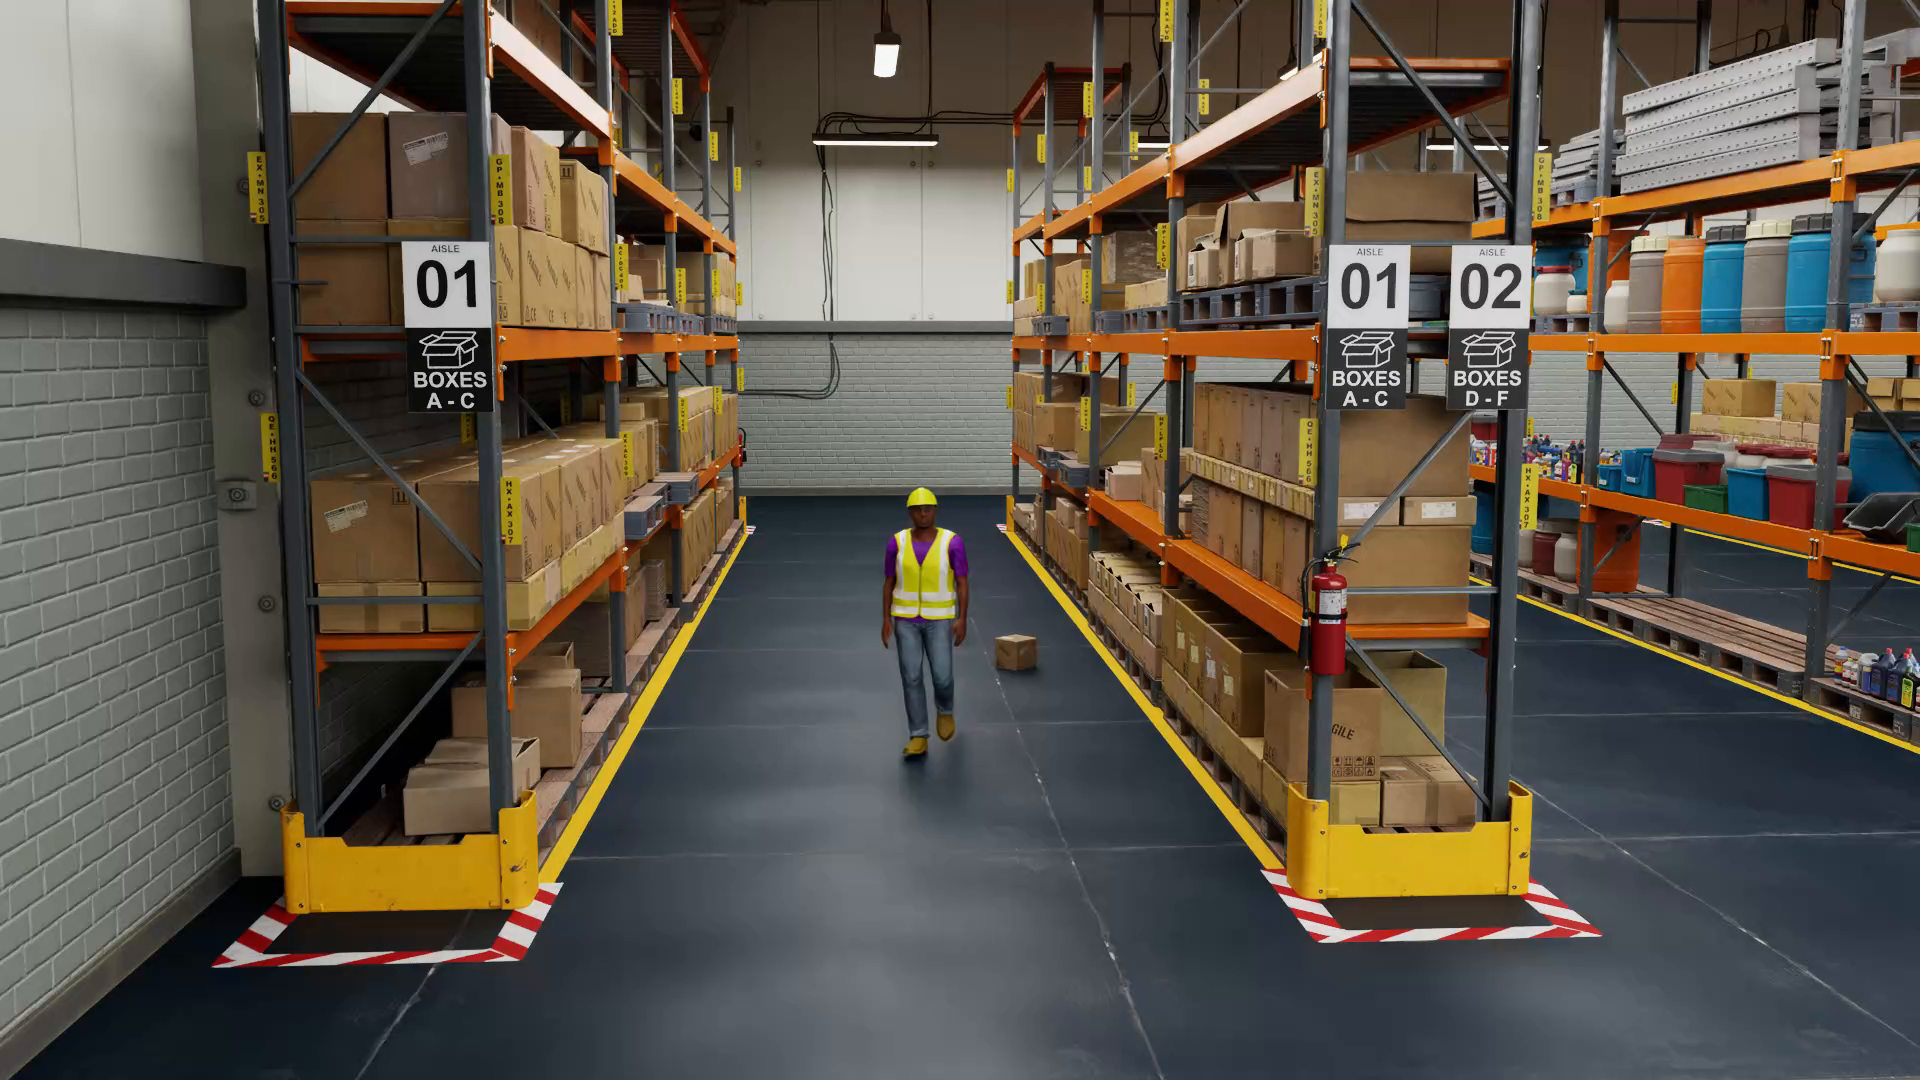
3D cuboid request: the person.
[{"bbox_3d":[-0.231,0.525,11.048,0.578,1.753,0.527,1,7,7],"label":"person"}]
